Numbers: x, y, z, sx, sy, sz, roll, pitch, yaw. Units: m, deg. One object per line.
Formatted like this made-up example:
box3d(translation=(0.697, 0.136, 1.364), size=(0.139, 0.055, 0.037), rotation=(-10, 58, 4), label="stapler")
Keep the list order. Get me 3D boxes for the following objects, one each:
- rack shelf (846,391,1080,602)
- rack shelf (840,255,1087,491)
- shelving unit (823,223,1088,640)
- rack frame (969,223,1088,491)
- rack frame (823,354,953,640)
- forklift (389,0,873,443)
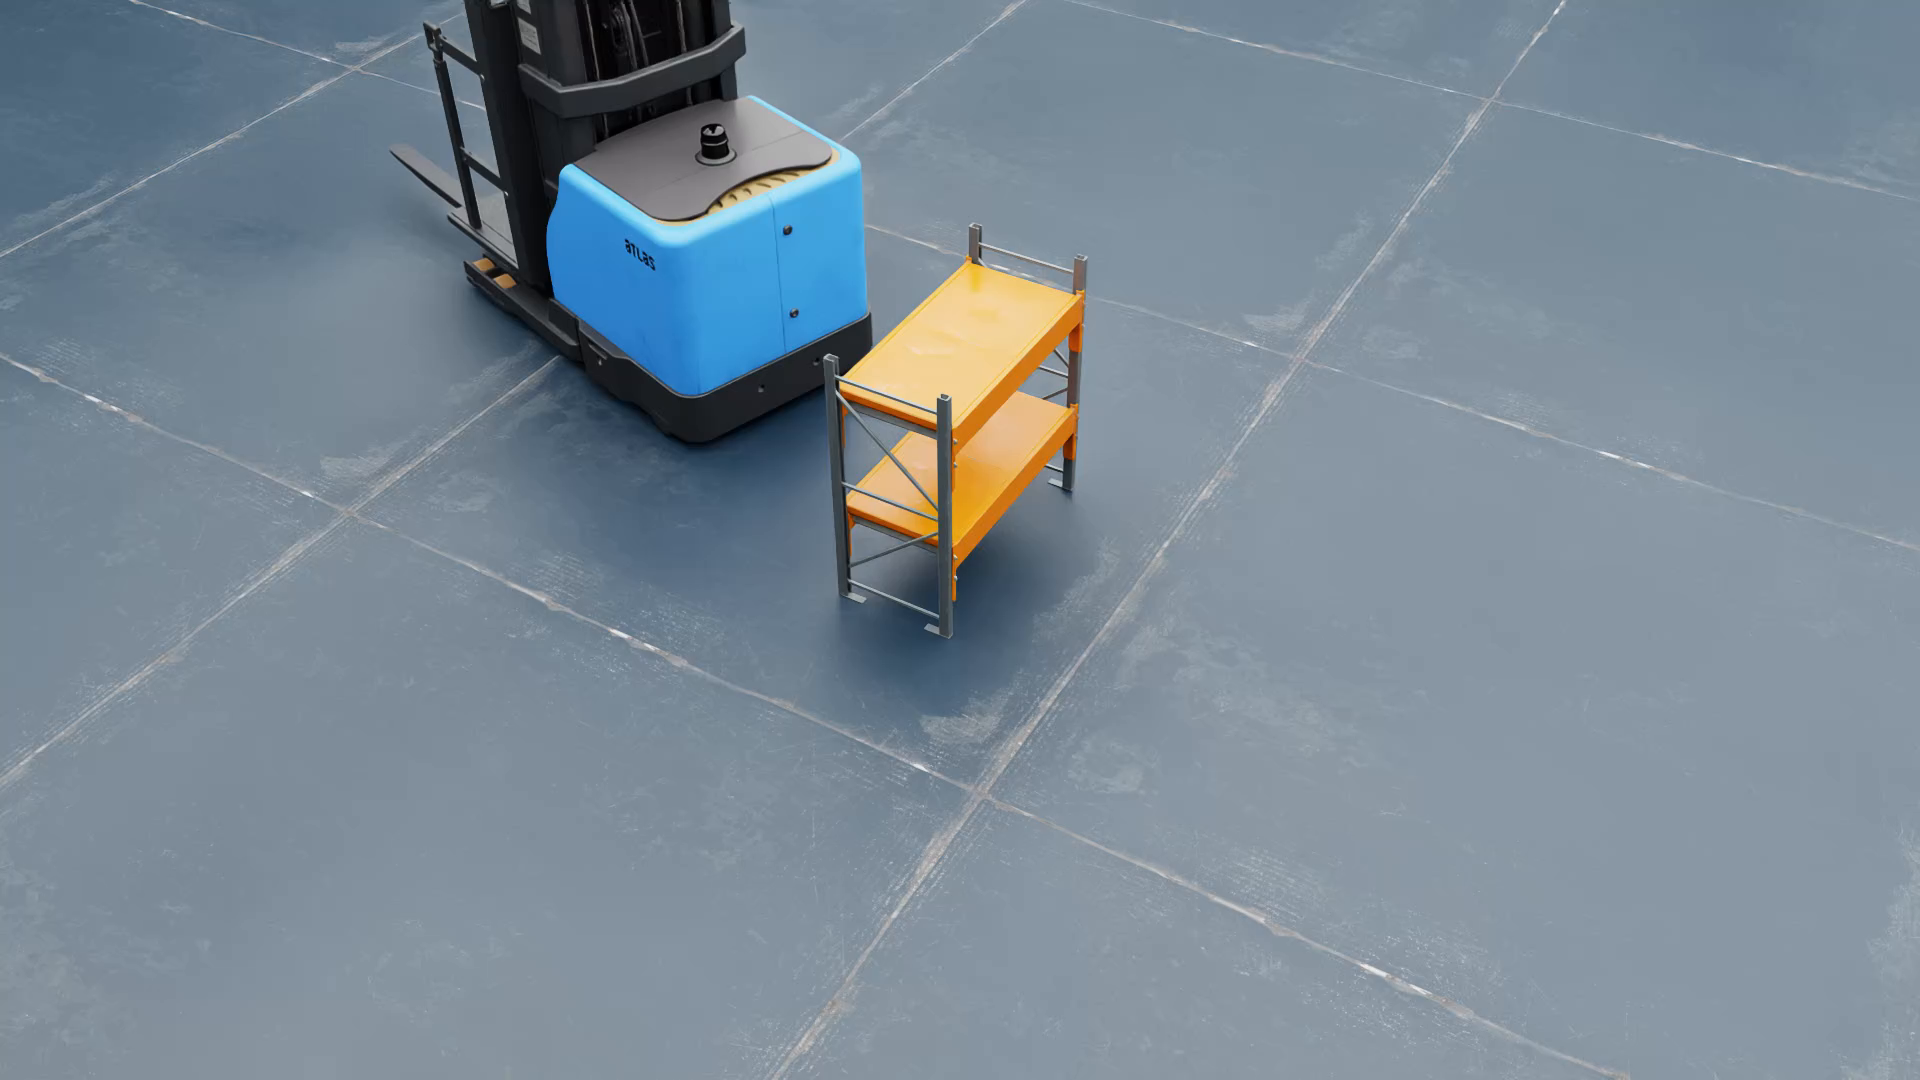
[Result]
box3d(translation=(0.003, -0.243, 6.544), size=(0.538, 0.278, 1.000), rotation=(21, 45, 22), label="rack shelf")
box3d(translation=(0.003, -0.646, 6.189), size=(0.538, 0.278, 1.000), rotation=(21, 45, 22), label="rack shelf")
box3d(translation=(0.003, -0.426, 6.383), size=(0.538, 1.125, 1.048), rotation=(21, 45, 22), label="shelving unit")
box3d(translation=(0.258, -0.717, 6.713), size=(0.500, 1.125, 0.032), rotation=(21, 45, 22), label="rack frame")
box3d(translation=(-0.251, -0.135, 6.052), size=(0.500, 1.125, 0.032), rotation=(21, 45, 22), label="rack frame")
box3d(translation=(-1.755, -2.410, 7.269), size=(1.130, 2.935, 3.031), rotation=(-31, 50, -30), label="forklift")
